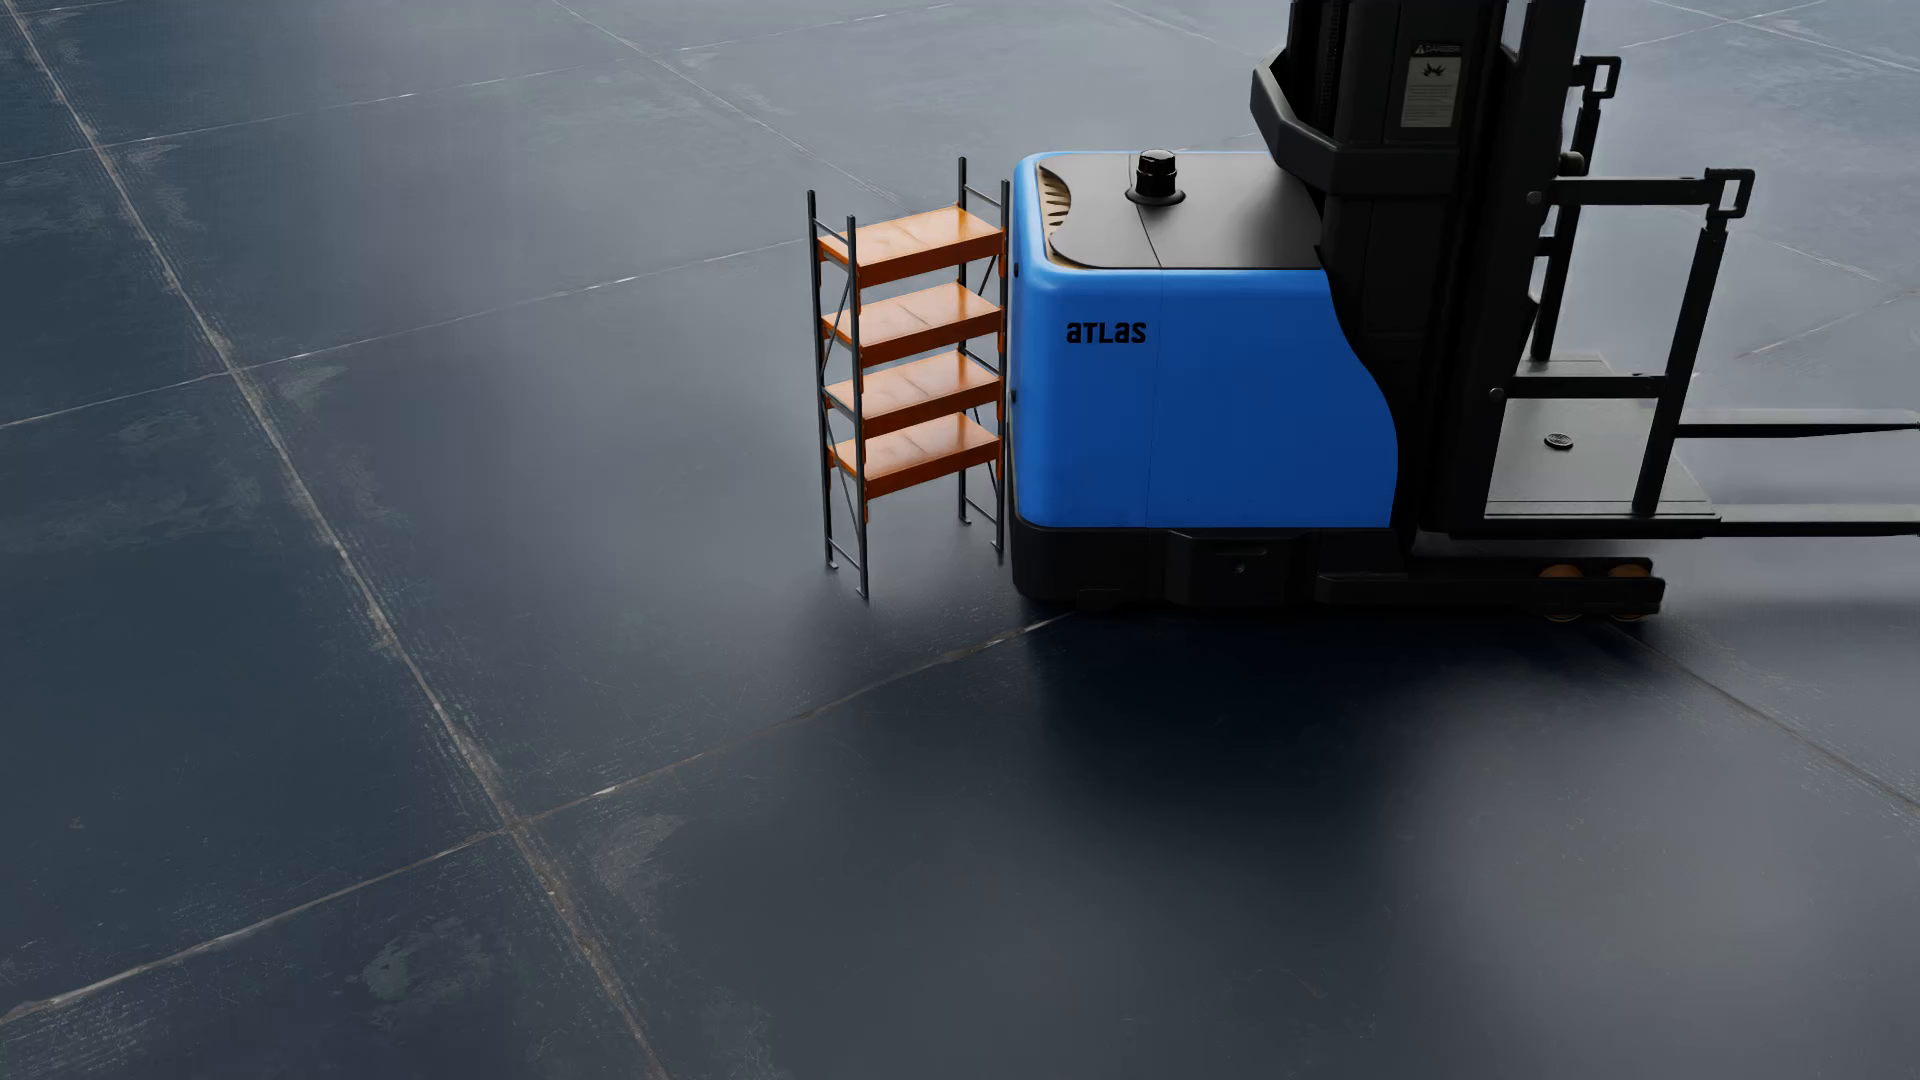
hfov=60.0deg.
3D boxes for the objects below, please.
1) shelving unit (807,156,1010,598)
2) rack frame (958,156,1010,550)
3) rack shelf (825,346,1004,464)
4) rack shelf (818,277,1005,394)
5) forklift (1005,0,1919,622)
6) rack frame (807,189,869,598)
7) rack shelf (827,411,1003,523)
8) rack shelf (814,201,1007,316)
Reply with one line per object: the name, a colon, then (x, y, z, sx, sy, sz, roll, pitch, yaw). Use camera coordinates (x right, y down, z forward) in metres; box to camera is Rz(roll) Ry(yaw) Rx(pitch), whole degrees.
shelving unit: (-0.139, -0.460, 4.854, 0.503, 1.200, 0.258, -19, 37, -27)
rack frame: (0.066, -0.530, 4.966, 0.015, 1.200, 0.240, -19, 37, -27)
rack shelf: (-0.139, -0.403, 4.890, 0.480, 0.148, 0.258, -19, 37, -27)
rack shelf: (-0.139, -0.592, 4.771, 0.480, 0.148, 0.258, -19, 37, -27)
forklift: (1.671, -1.285, 4.540, 3.031, 2.935, 1.130, 0, 32, 0)
rack frame: (-0.344, -0.389, 4.742, 0.015, 1.200, 0.240, -19, 37, -27)
rack shelf: (-0.139, -0.235, 4.996, 0.480, 0.148, 0.258, -19, 37, -27)
rack shelf: (-0.139, -0.792, 4.644, 0.480, 0.148, 0.258, -19, 37, -27)
